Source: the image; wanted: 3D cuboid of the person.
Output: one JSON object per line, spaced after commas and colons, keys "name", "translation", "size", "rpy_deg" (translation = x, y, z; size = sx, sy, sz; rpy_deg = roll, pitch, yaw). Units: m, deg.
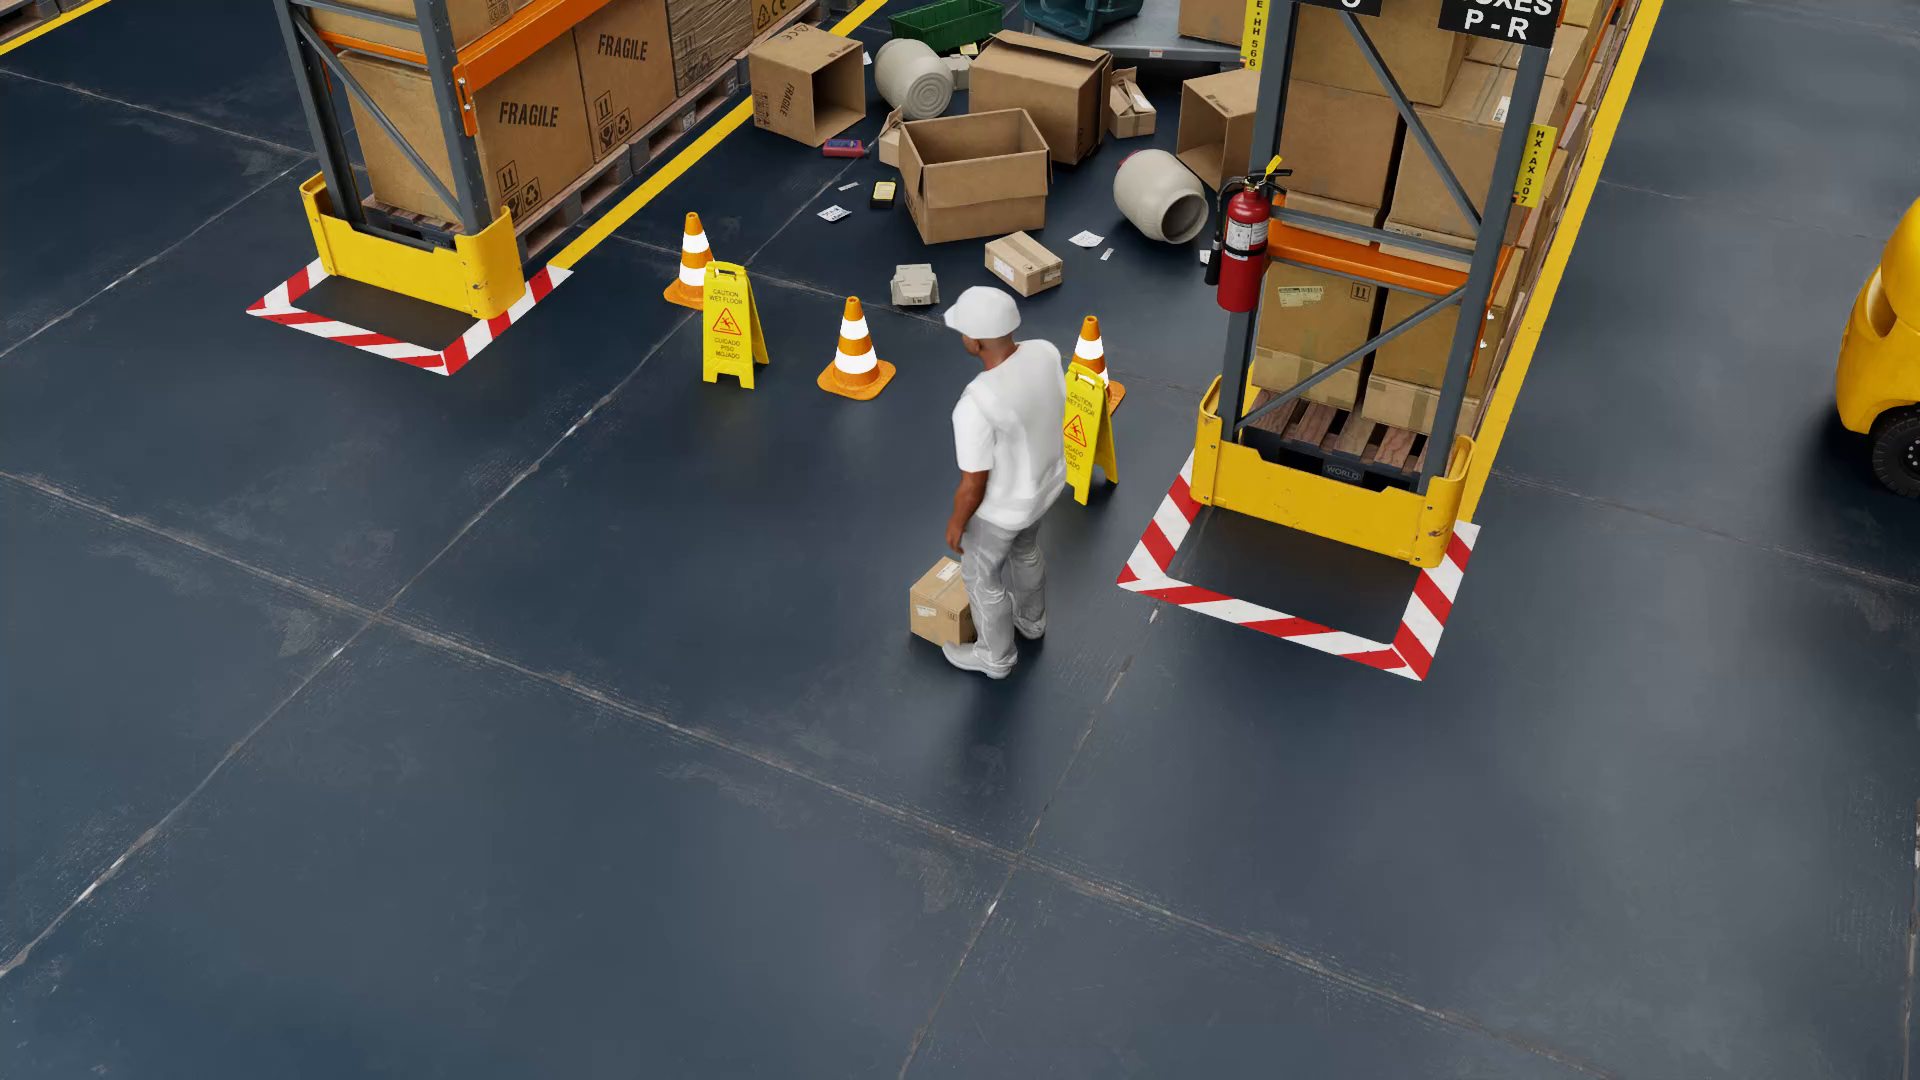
{"name": "person", "translation": [0.159, -0.206, 6.378], "size": [0.461, 1.760, 0.626], "rpy_deg": [27, 48, 27]}
